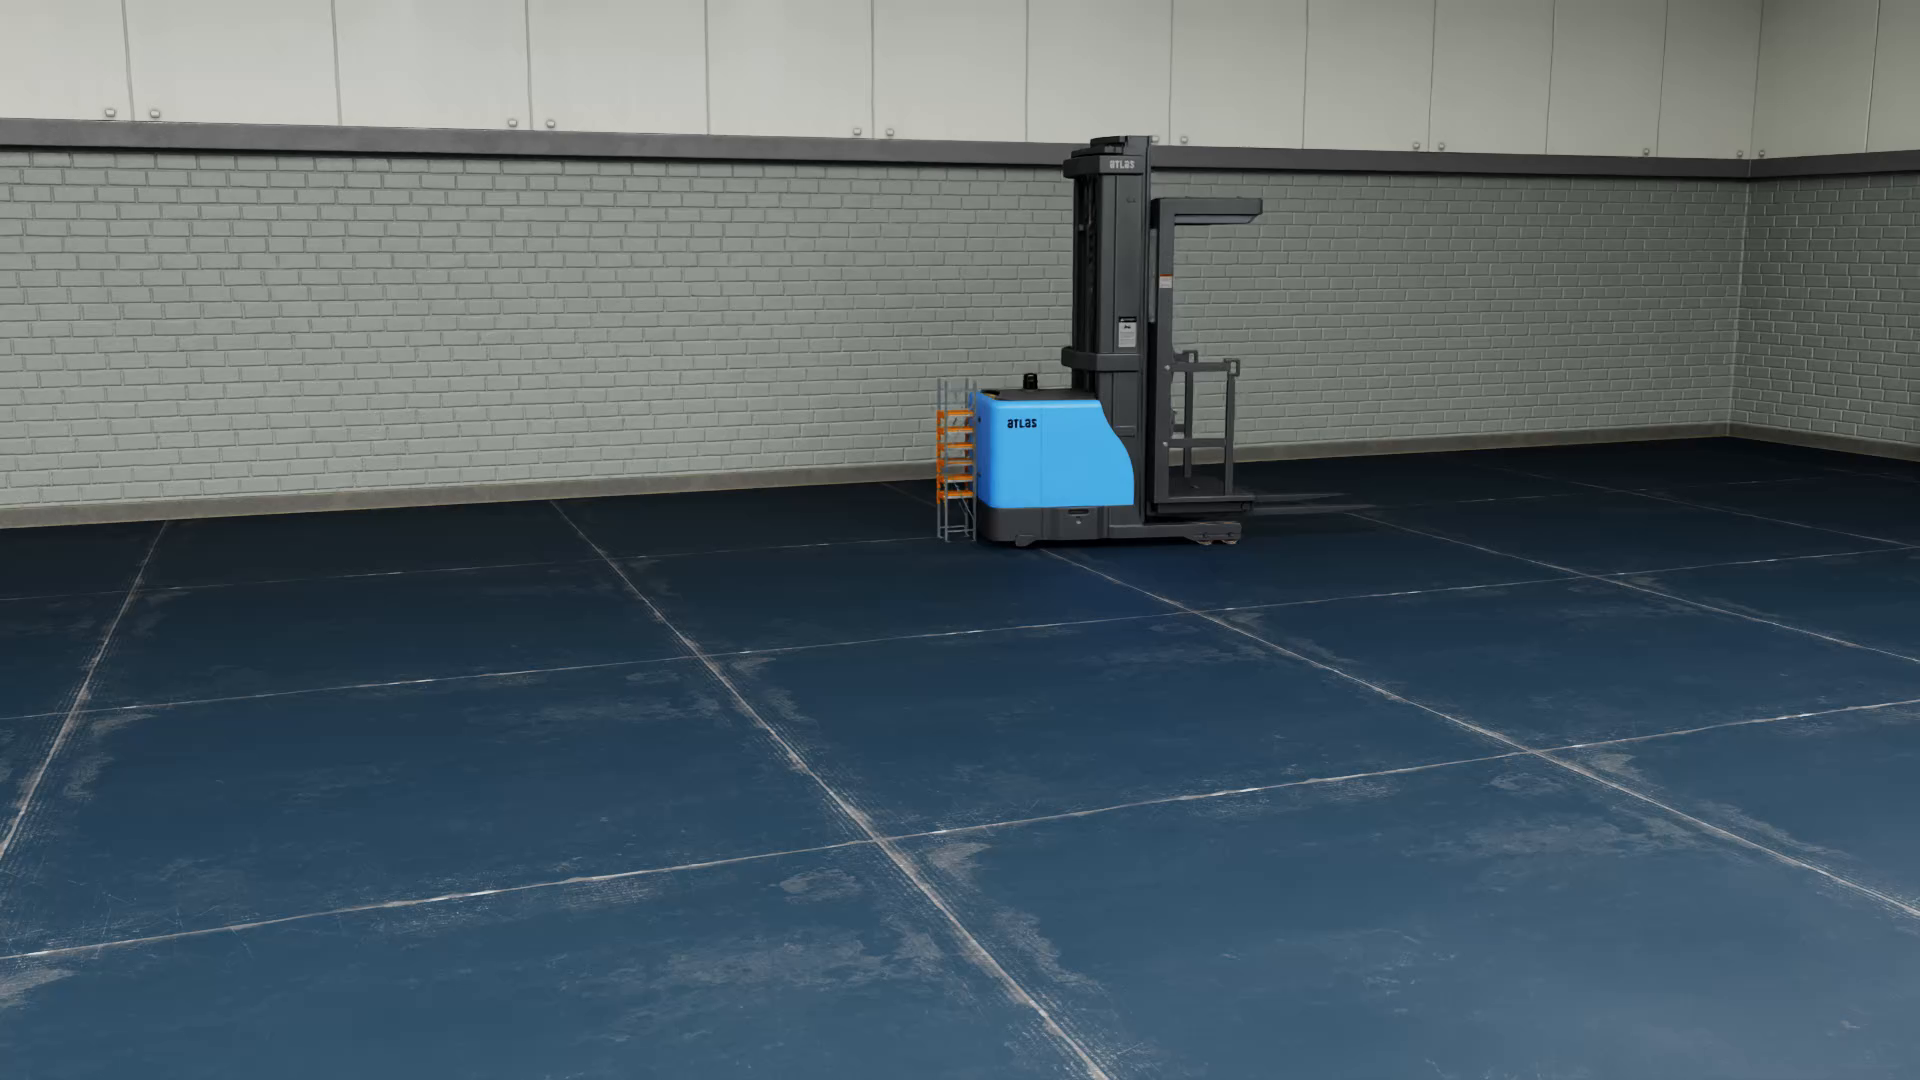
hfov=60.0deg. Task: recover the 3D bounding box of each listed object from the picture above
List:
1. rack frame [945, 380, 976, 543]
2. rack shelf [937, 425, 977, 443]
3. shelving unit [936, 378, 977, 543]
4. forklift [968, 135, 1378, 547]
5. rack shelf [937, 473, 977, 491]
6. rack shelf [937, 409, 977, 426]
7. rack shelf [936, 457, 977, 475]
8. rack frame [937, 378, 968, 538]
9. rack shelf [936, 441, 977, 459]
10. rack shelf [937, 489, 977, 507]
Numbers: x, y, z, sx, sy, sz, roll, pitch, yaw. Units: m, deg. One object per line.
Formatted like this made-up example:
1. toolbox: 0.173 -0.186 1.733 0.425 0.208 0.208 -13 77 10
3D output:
1. rack frame: 0.004 -0.578 12.243 0.240 1.200 0.006 -3 11 -18
2. rack shelf: -0.024 -0.786 12.294 0.258 0.103 0.180 -3 11 -18
3. shelving unit: -0.025 -0.594 12.329 0.258 1.200 0.189 -3 11 -18
4. forklift: 1.621 -1.494 12.451 3.031 2.935 1.130 -2 10 -10
5. rack shelf: -0.025 -0.432 12.358 0.258 0.103 0.180 -3 11 -18
6. rack shelf: -0.024 -0.904 12.273 0.258 0.103 0.180 -3 11 -18
7. rack shelf: -0.025 -0.550 12.337 0.258 0.103 0.180 -3 11 -18
8. rack frame: -0.053 -0.609 12.415 0.240 1.200 0.006 -3 11 -18
9. rack shelf: -0.025 -0.668 12.315 0.258 0.103 0.180 -3 11 -18
10. rack shelf: -0.025 -0.314 12.380 0.258 0.103 0.180 -3 11 -18
